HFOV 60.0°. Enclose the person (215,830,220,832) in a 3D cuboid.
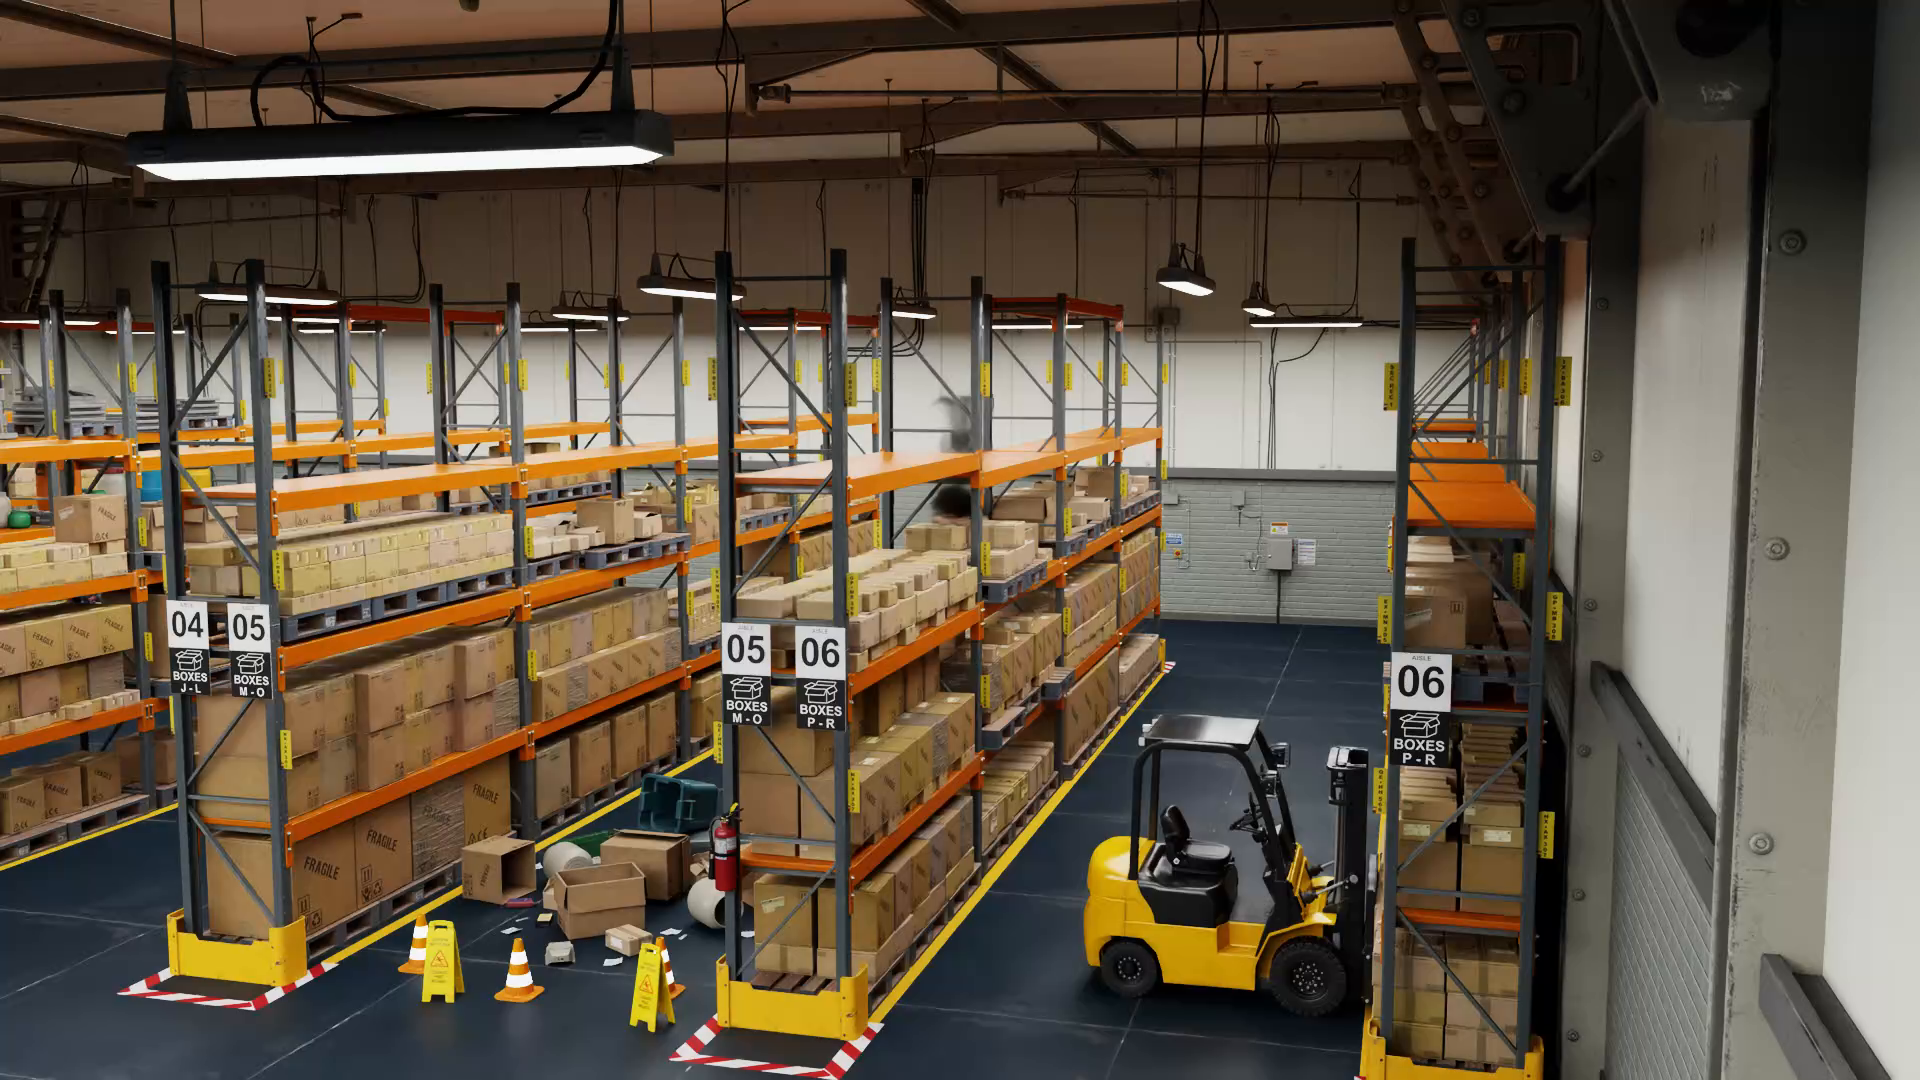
[{"bbox_3d":[-7.206,2.719,16.312,0.590,1.481,0.780,-1,6,-6],"label":"person"}]
